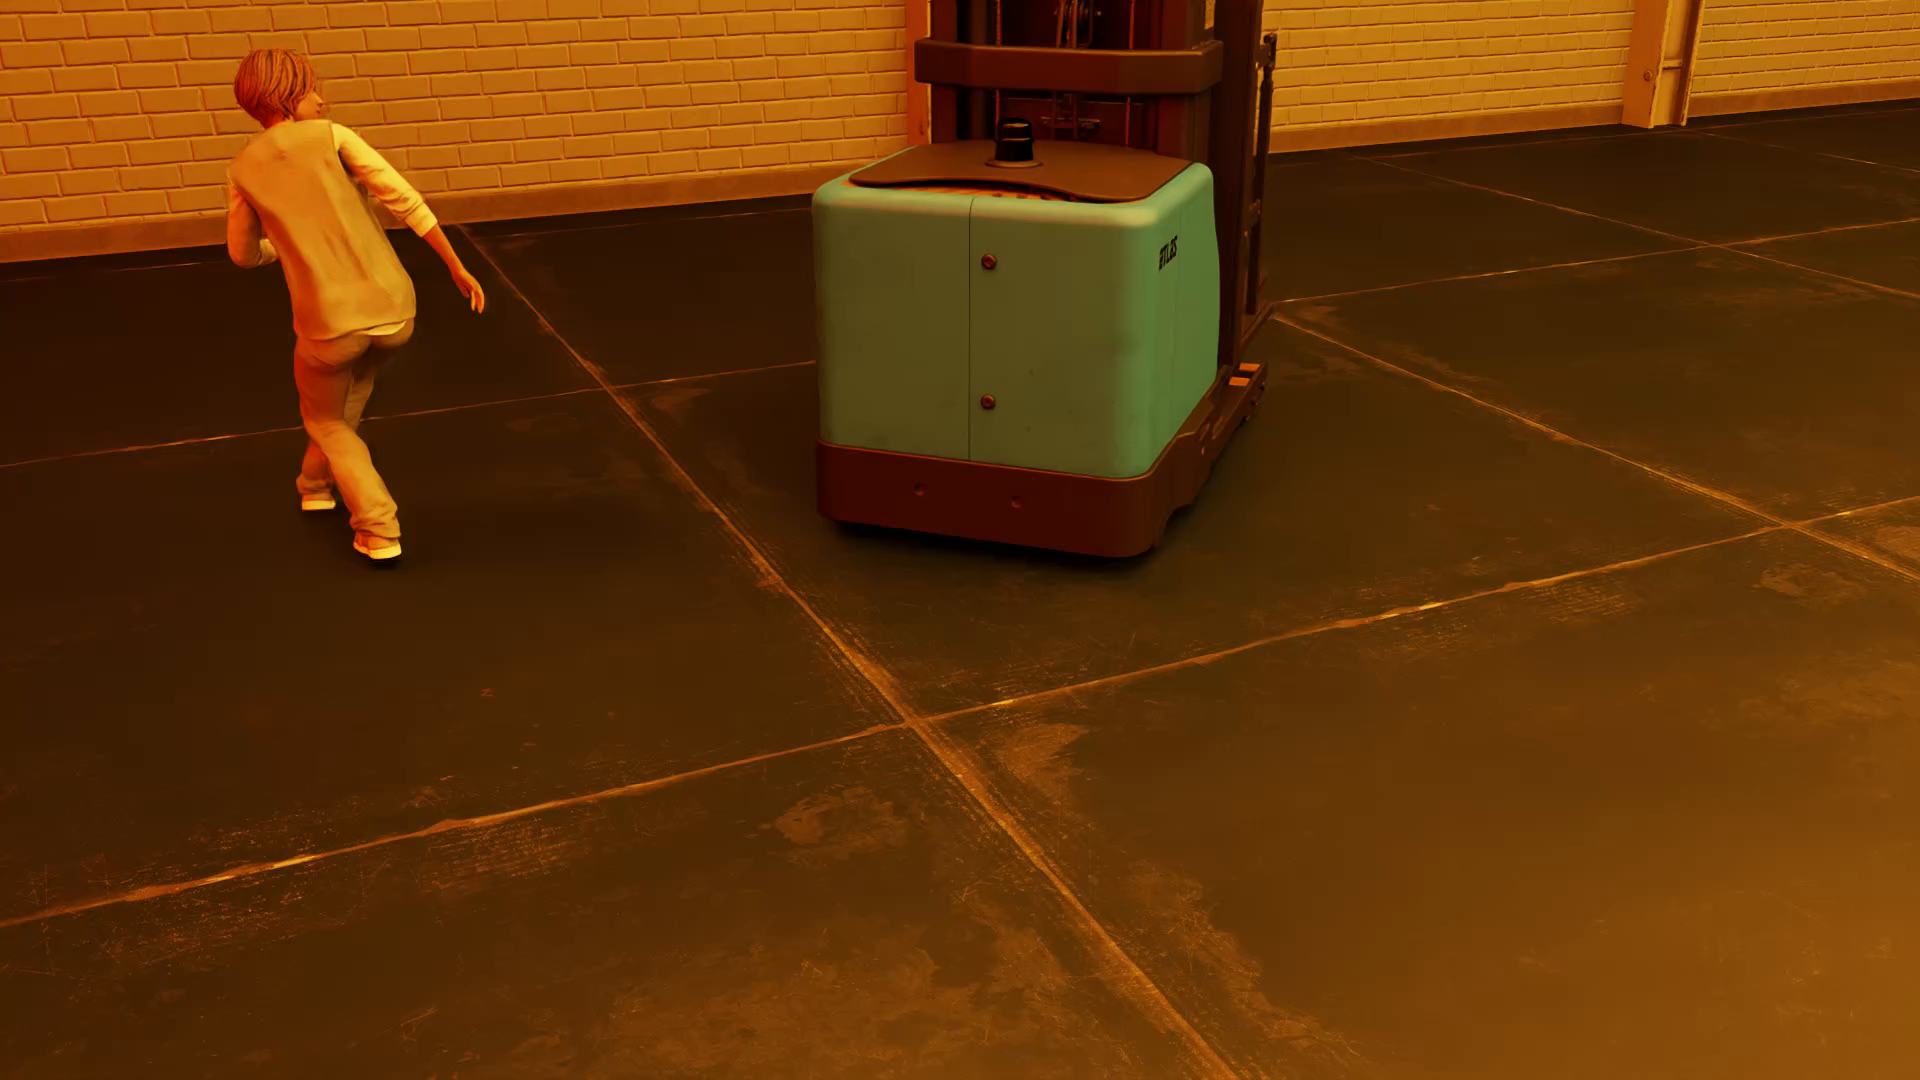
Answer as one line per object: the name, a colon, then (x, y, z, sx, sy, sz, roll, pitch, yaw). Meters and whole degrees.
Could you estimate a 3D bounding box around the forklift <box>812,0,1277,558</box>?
forklift: (0.535, -1.838, 5.711, 1.130, 2.935, 3.031, 8, 24, 18)

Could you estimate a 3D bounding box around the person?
person: (-1.794, -0.711, 4.941, 0.645, 1.448, 0.730, -11, 25, -24)
